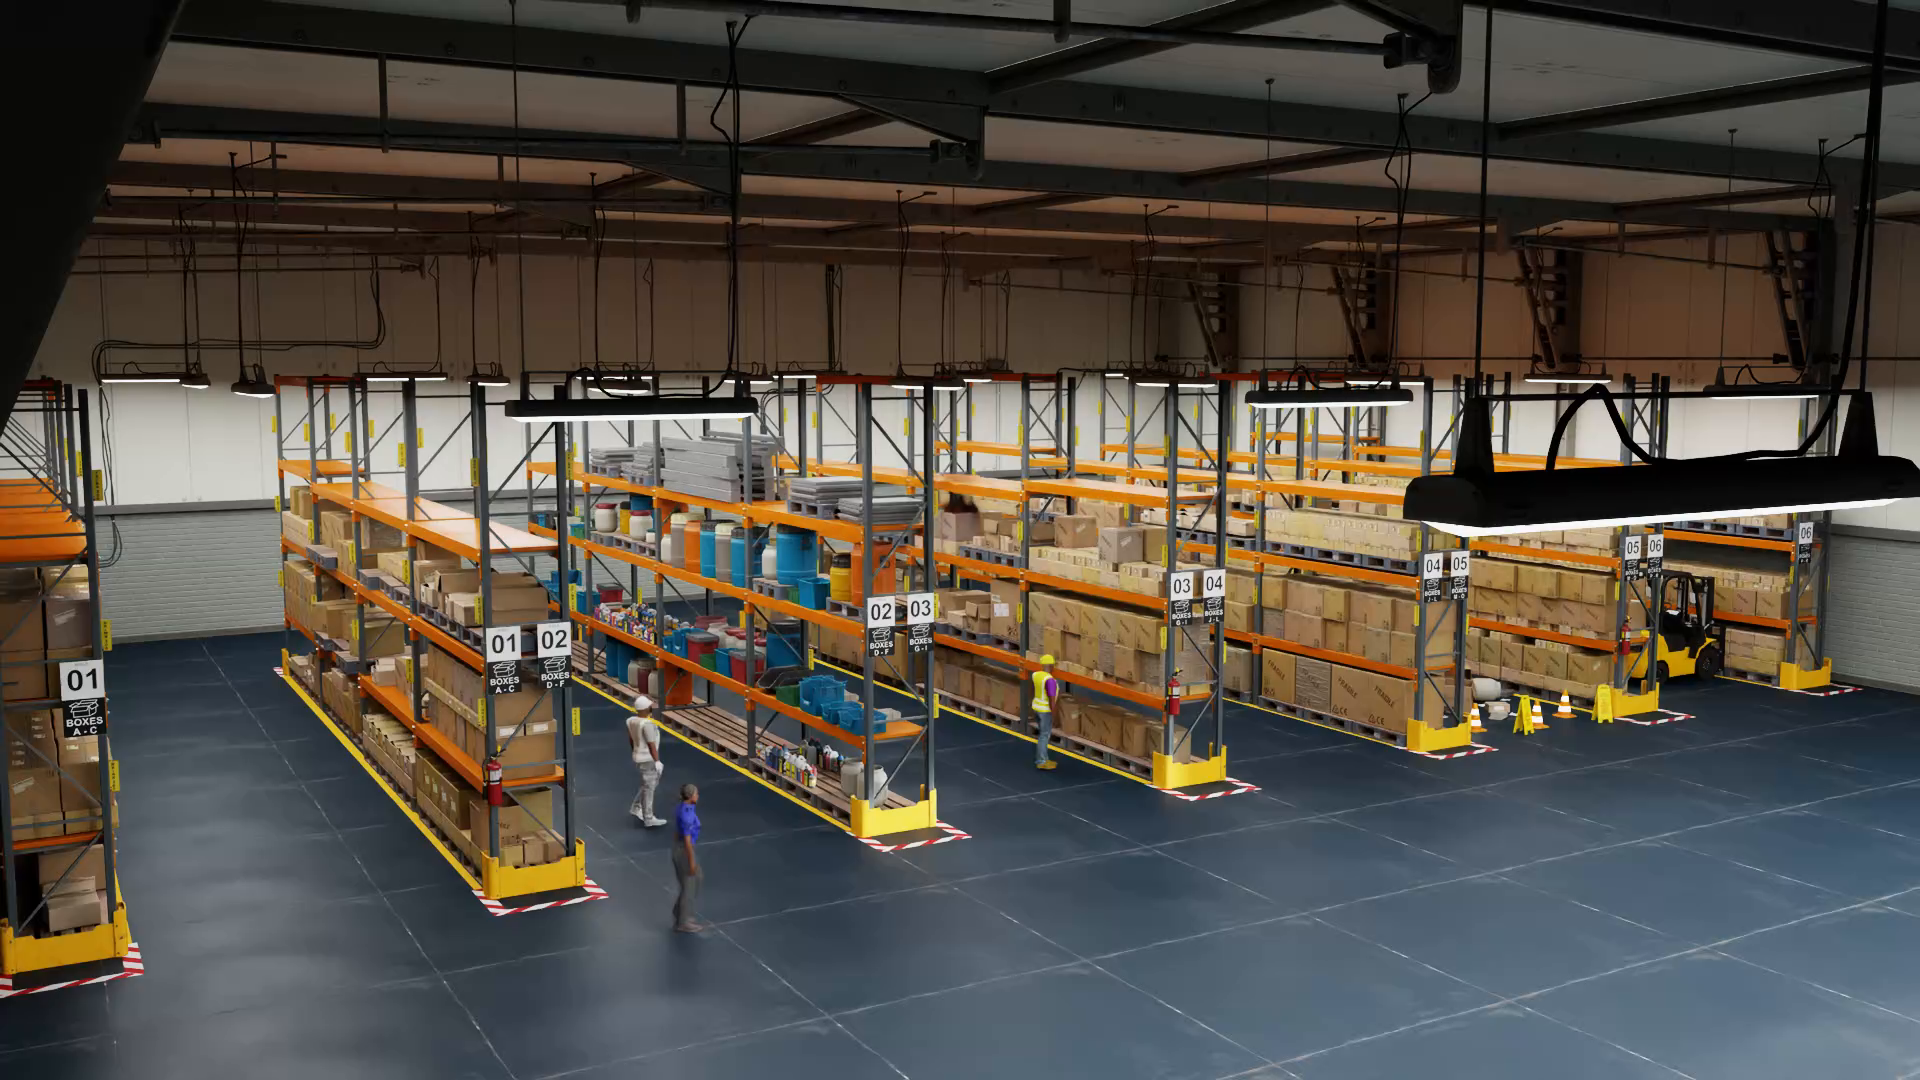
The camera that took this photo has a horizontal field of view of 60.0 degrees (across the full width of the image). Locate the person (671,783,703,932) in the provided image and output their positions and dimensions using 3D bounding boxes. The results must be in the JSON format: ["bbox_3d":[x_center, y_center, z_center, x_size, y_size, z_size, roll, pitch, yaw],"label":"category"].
[{"bbox_3d":[-3.015,3.510,18.421,0.368,1.658,0.581,-1,6,-13],"label":"person"}]

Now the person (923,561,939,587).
[{"bbox_3d":[-0.731,1.310,37.875,0.642,1.734,1.037,-3,7,-24],"label":"person"}]

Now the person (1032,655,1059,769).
[{"bbox_3d":[1.365,2.647,25.661,0.455,1.782,0.602,-3,7,-22],"label":"person"}]

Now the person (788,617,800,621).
[{"bbox_3d":[-3.018,2.212,29.873,0.651,1.594,1.028,-3,7,-29],"label":"person"}]

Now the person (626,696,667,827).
[{"bbox_3d":[-4.254,2.988,22.566,0.482,1.787,0.618,-2,7,-21],"label":"person"}]
